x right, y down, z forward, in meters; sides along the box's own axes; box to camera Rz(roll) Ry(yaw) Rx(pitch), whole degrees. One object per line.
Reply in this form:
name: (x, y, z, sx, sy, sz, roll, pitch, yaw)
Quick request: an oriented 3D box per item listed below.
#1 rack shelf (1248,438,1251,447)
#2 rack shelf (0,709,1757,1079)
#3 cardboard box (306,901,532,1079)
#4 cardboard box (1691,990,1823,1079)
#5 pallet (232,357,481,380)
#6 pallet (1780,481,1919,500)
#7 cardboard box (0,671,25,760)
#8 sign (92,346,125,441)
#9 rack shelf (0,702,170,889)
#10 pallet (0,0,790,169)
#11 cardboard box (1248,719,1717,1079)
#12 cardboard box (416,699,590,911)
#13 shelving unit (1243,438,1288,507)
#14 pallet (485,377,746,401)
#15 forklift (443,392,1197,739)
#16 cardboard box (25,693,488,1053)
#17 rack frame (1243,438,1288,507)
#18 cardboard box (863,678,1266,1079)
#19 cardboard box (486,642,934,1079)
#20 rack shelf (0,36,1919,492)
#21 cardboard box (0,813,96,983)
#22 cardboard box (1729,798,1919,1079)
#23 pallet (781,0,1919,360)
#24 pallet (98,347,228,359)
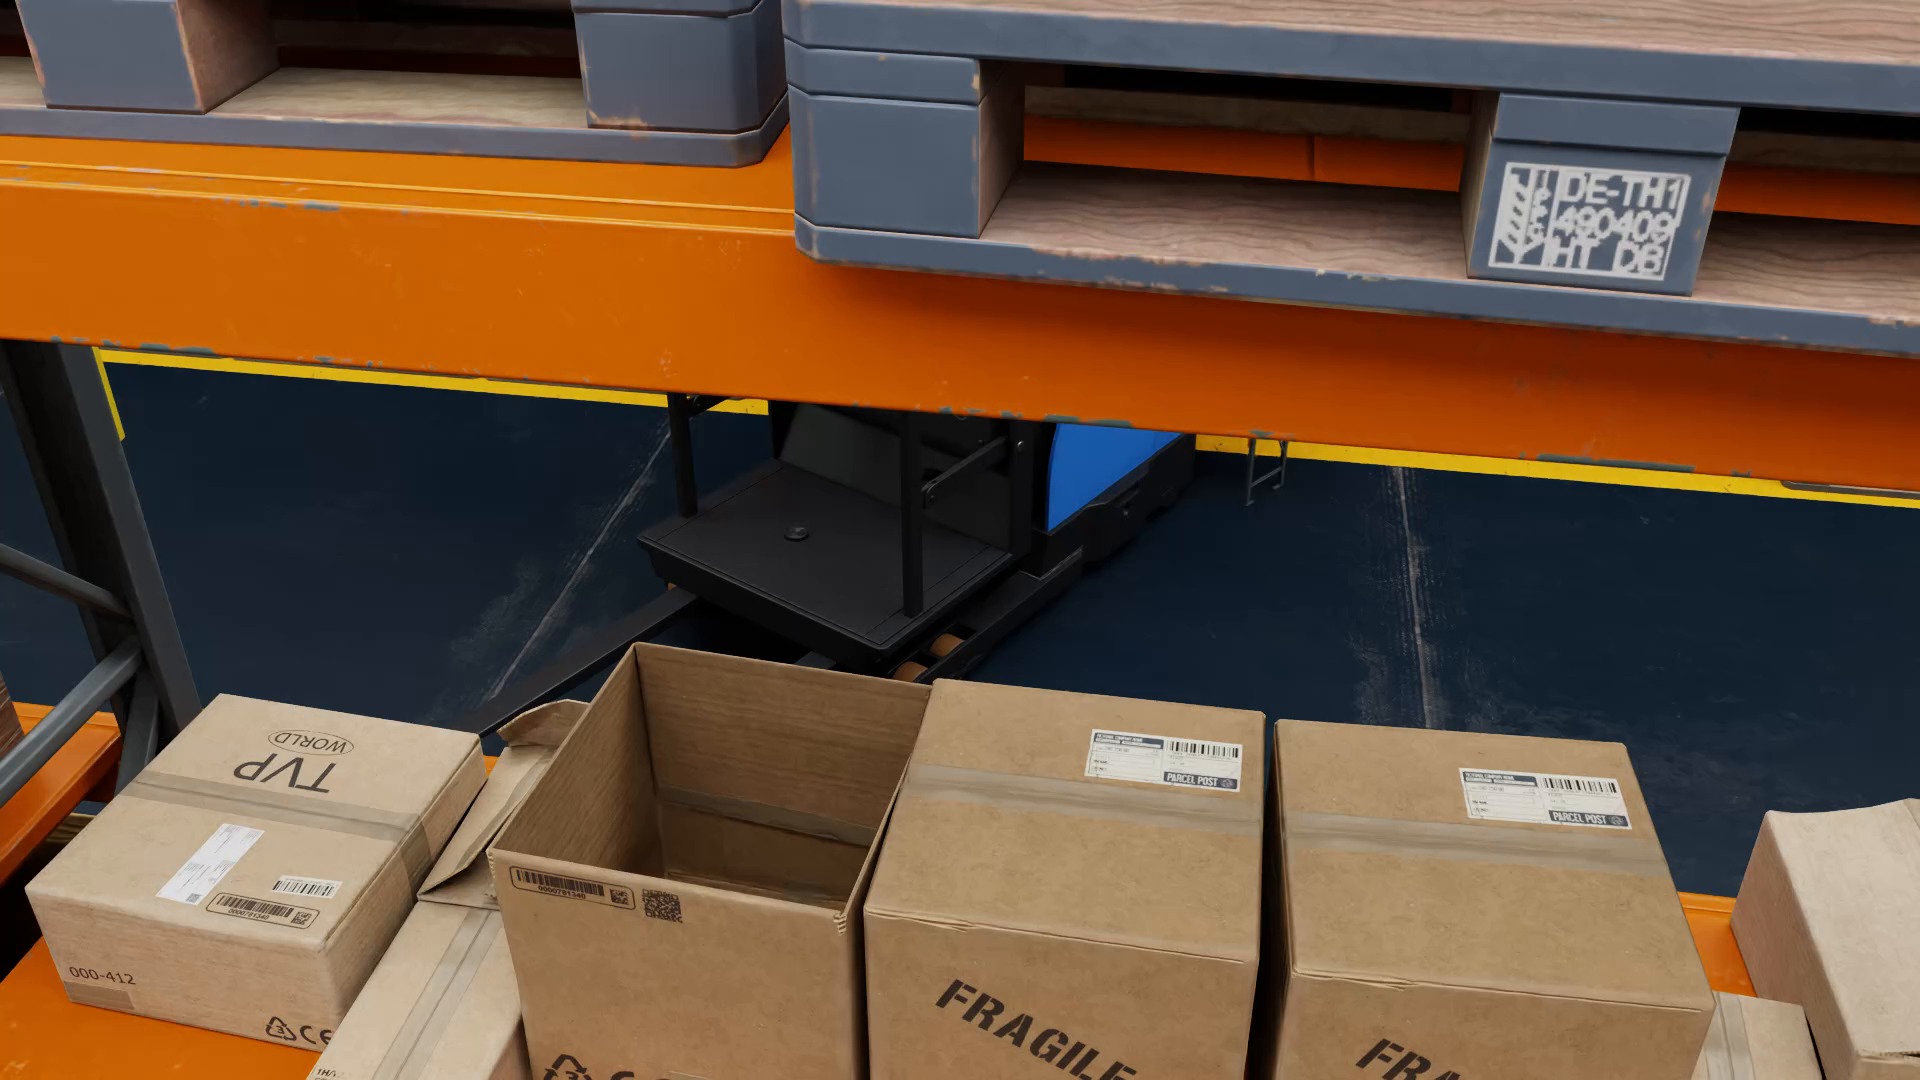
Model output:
rack shelf: (1.020, -0.550, 6.499, 0.258, 0.148, 0.480, -27, 41, -36)
rack shelf: (0.368, 0.927, 2.619, 4.000, 0.370, 1.077, 5, 32, 8)
cardboard box: (-0.764, 0.736, 2.483, 0.250, 0.149, 0.380, 5, 32, 8)
cardboard box: (1.073, 0.823, 2.345, 0.250, 0.149, 0.380, 8, 33, 12)
pallet: (-2.648, -1.114, 7.831, 1.213, 0.211, 1.003, 5, 32, 8)
pallet: (3.934, -0.498, 6.847, 1.213, 0.211, 1.003, 5, 32, 8)
cardboard box: (-2.042, 0.365, 2.745, 0.500, 0.500, 0.700, 4, 32, 7)
sign: (-1.521, -0.298, 2.882, 0.005, 0.325, 0.100, 5, 32, 8)
rack shelf: (-3.575, 0.570, 3.190, 4.000, 0.370, 1.077, 5, 32, 8)
pallet: (-0.732, -0.675, 1.854, 1.217, 0.209, 0.805, 4, 32, 6)
cardboard box: (0.683, 0.617, 2.342, 0.500, 0.500, 0.500, 3, 32, 6)
cardboard box: (-0.706, 0.483, 2.777, 0.258, 0.266, 0.396, 4, 32, 7)
shelving unit: (1.020, -0.776, 6.358, 0.258, 1.200, 0.503, -27, 41, -36)
pallet: (-1.441, -1.007, 7.659, 1.213, 0.211, 1.003, 5, 32, 8)
forklift: (-0.379, -0.979, 5.051, 1.130, 2.935, 3.031, 22, 38, 31)
cardboard box: (-1.110, 0.529, 2.720, 0.500, 0.250, 0.500, 7, 33, 11)
rack frame: (1.191, -0.683, 6.210, 0.240, 1.200, 0.015, -27, 41, -36)
cardboard box: (0.164, 0.570, 2.418, 0.500, 0.500, 0.500, 5, 32, 8)
cardboard box: (-0.330, 0.526, 2.489, 0.500, 0.500, 0.500, 7, 33, 12)
rack shelf: (0.368, -0.344, 1.824, 4.000, 0.370, 1.077, 5, 32, 8)
cardboard box: (-2.008, 0.908, 3.461, 0.500, 0.500, 0.500, 5, 32, 8)
cardboard box: (1.491, 0.658, 2.456, 0.500, 0.311, 0.500, 5, 32, 8)
pallet: (0.553, -0.503, 1.577, 1.213, 0.211, 1.003, 7, 33, 10)
pallet: (-3.847, -1.225, 8.007, 1.213, 0.211, 1.003, 5, 32, 8)
